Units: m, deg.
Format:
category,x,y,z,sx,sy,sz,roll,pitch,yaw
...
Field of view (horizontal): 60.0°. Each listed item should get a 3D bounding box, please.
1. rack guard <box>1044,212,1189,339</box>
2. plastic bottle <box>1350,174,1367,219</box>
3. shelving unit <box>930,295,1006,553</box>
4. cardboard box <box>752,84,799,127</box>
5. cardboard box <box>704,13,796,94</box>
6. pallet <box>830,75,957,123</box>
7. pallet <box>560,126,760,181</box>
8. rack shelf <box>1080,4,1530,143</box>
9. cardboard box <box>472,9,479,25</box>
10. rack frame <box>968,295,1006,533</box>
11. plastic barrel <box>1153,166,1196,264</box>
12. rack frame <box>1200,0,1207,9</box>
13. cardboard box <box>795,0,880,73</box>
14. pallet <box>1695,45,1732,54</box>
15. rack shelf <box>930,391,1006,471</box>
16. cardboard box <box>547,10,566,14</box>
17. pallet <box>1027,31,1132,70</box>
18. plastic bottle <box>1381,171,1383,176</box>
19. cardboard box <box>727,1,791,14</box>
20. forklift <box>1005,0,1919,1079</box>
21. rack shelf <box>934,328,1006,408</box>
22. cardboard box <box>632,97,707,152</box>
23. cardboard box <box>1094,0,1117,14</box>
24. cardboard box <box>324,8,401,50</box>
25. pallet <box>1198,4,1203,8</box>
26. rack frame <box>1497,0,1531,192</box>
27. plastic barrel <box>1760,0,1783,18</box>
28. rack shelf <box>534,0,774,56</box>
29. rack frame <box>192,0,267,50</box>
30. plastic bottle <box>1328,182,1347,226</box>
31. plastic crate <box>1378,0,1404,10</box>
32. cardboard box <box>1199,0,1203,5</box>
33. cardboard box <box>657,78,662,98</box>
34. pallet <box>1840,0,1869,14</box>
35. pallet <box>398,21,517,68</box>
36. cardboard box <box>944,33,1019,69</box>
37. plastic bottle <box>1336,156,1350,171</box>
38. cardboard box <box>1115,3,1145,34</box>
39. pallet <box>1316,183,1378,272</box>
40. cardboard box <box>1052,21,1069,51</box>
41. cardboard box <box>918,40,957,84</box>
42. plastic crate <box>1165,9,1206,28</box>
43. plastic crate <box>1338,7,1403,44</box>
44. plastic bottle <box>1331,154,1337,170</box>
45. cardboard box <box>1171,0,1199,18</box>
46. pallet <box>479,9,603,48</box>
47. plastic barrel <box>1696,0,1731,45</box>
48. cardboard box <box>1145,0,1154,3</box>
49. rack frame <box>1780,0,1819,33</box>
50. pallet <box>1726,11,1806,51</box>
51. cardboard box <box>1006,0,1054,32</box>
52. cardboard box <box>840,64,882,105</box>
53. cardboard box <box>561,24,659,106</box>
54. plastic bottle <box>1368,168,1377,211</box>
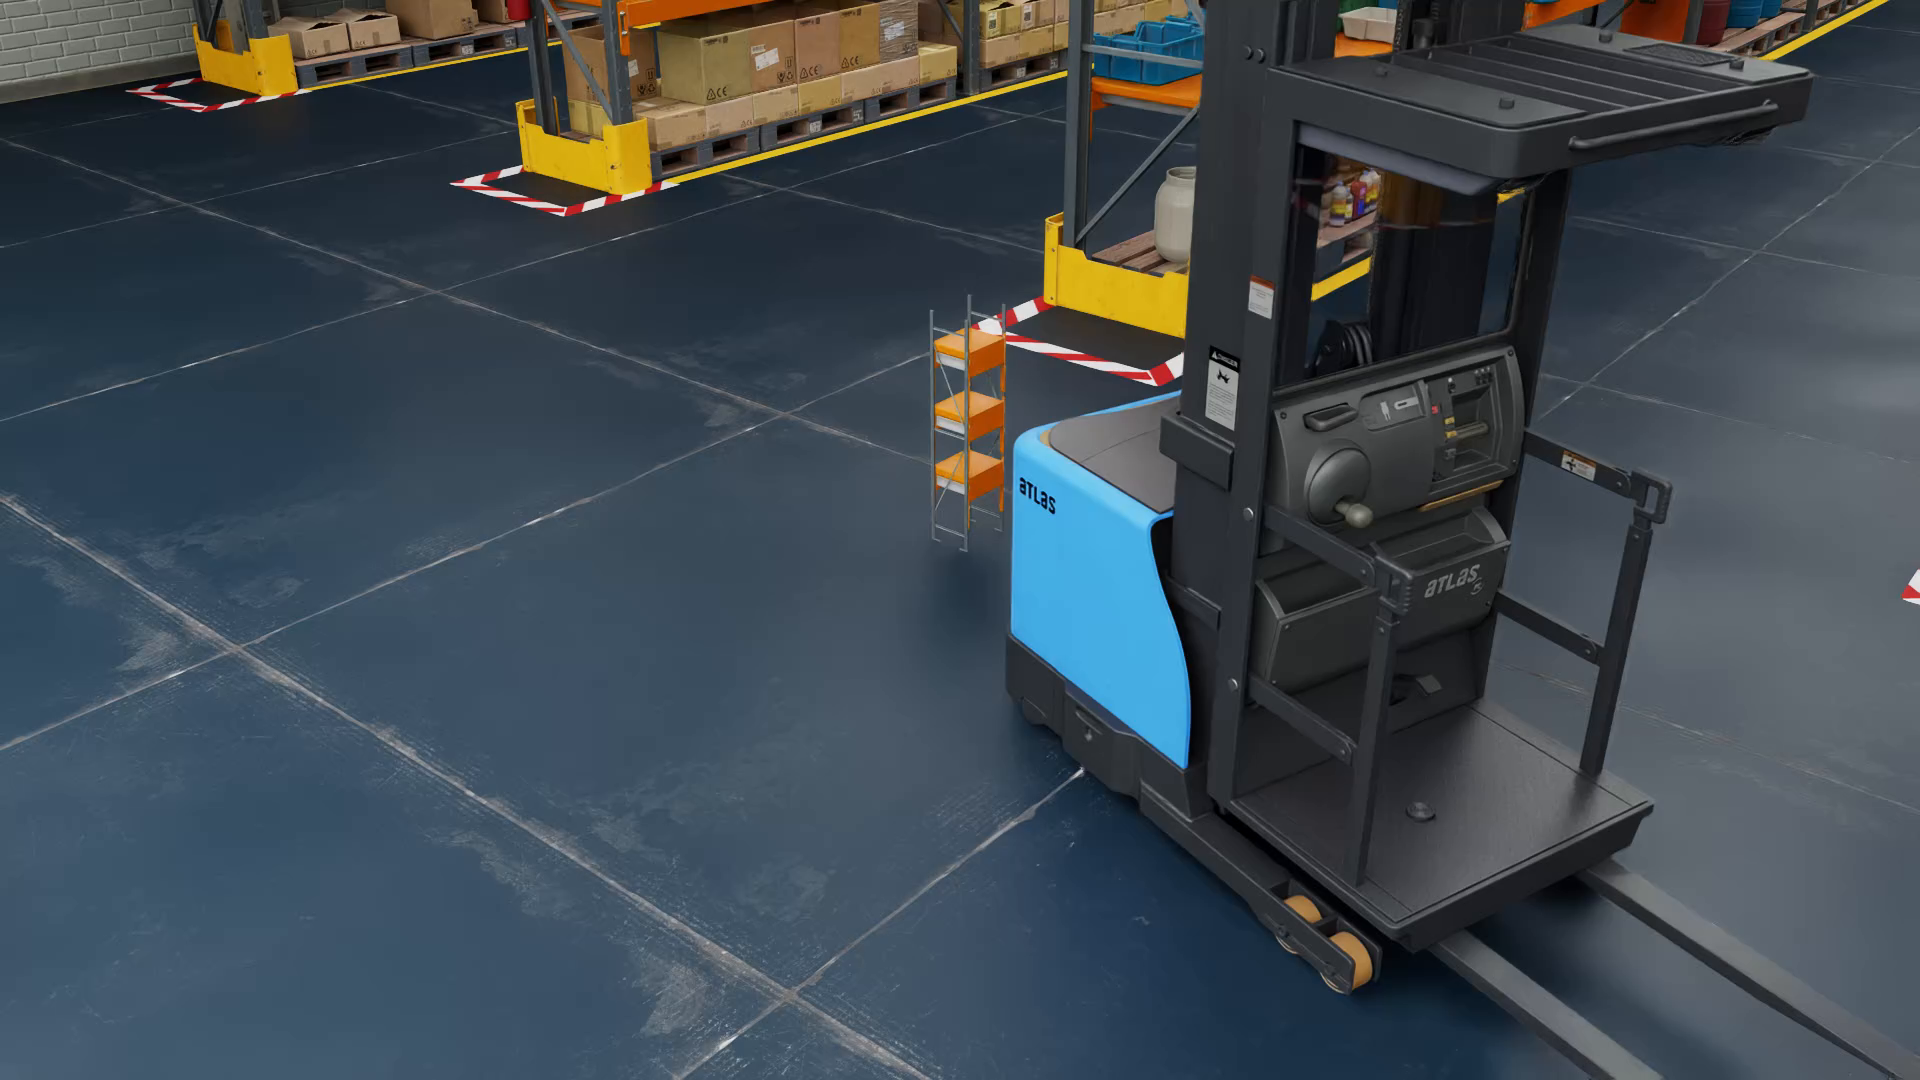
category,x,y,z,sx,sy,sz,roll,pitch,yaw
rack guard,1.038,-1.552,9.706,1.175,0.500,0.348,21,34,34
plastic bottle,2.577,-2.237,10.787,0.061,0.283,0.133,21,34,35
shelving unit,0.034,-0.485,7.045,0.215,1.050,0.252,21,34,34
cardboard box,-1.648,-3.516,13.318,0.500,0.250,0.500,21,34,34
cardboard box,-1.657,-3.853,13.152,0.500,0.500,0.500,21,34,34
pallet,-0.788,-3.981,14.715,1.003,0.211,1.213,21,34,34
pallet,-2.340,-3.115,13.042,1.003,0.211,1.213,21,34,34
rack shelf,2.298,-3.011,10.589,1.077,0.370,4.000,21,34,34
cardboard box,-5.107,-5.303,16.860,0.380,0.149,0.250,18,32,30
rack frame,0.112,-0.529,7.129,0.200,1.050,0.008,21,34,34
plastic barrel,1.385,-1.959,10.022,0.421,0.512,0.421,0,27,0
rack frame,2.294,-6.907,17.337,1.000,3.000,0.127,21,34,34
cardboard box,-1.018,-4.207,13.836,0.500,0.500,0.500,21,34,34
pallet,6.583,-4.511,15.740,1.003,0.211,1.213,21,34,34
rack shelf,0.034,-0.476,7.050,0.215,0.259,0.240,21,34,34
cardboard box,-4.392,-5.674,17.558,0.380,0.166,0.250,16,31,28
pallet,0.964,-4.957,16.603,1.003,0.211,1.213,21,34,34
plastic bottle,2.830,-2.386,11.088,0.097,0.271,0.097,0,27,0
cardboard box,-1.739,-4.182,13.788,0.500,0.500,0.500,21,34,34
forklift,1.371,-0.257,4.557,1.130,2.935,3.031,-16,31,-28
rack shelf,0.034,-0.728,6.920,0.215,0.259,0.240,21,34,34
cardboard box,-2.281,-3.161,12.631,0.500,0.250,0.500,21,34,34
cardboard box,1.182,-5.322,16.199,0.500,0.311,0.500,22,34,36
cardboard box,-5.747,-4.939,15.981,0.500,0.311,0.500,24,36,38
pallet,2.798,-5.922,18.468,1.003,0.211,1.213,21,34,34
rack frame,3.570,-4.040,11.794,1.000,3.000,0.127,21,34,34
plastic barrel,8.299,-5.943,17.300,0.600,0.901,0.708,21,34,34
rack shelf,-1.522,-4.460,13.390,1.077,0.370,4.000,21,34,34
rack frame,-6.619,-5.517,14.650,1.000,3.000,0.127,21,34,34
plastic bottle,2.419,-2.157,10.645,0.097,0.271,0.097,0,27,0
plastic crate,3.075,-3.502,10.917,0.499,0.251,0.616,21,34,34
cardboard box,2.804,-6.070,17.961,0.500,0.500,0.500,22,35,36
cardboard box,-2.372,-3.493,13.273,0.500,0.250,0.500,21,34,34
pallet,9.872,-6.344,19.284,1.003,0.211,1.213,21,34,34
pallet,-5.250,-5.014,16.712,1.003,0.211,1.213,21,34,34
cardboard box,0.198,-4.525,15.267,0.500,0.250,0.500,20,33,33
plastic bottle,2.737,-2.772,11.834,0.097,0.271,0.097,0,27,0
cardboard box,1.501,-5.253,16.675,0.500,0.250,0.500,22,34,36
pallet,2.335,-2.141,11.159,1.003,0.211,1.213,21,34,34
cardboard box,0.851,-4.890,15.973,0.500,0.250,0.500,20,33,33
cardboard box,-0.376,-4.226,14.689,0.500,0.250,0.500,21,34,34
plastic crate,1.531,-3.049,10.041,0.499,0.251,0.408,21,34,34
plastic crate,2.732,-3.273,10.599,0.530,0.136,0.437,21,34,34
plastic bottle,2.616,-2.827,11.854,0.144,0.351,0.185,19,33,32
cardboard box,2.148,-5.614,17.374,0.500,0.250,0.500,22,34,36
pallet,-4.475,-5.448,17.552,1.003,0.211,1.213,21,34,34
plastic barrel,7.131,-5.152,16.112,0.600,0.588,0.708,21,34,34
cardboard box,1.826,-5.677,16.885,0.500,0.311,0.500,20,34,34
rack frame,8.658,-6.876,17.277,1.000,3.000,0.127,21,34,34
pallet,8.135,-5.376,17.413,1.003,0.211,1.213,21,34,34
cardboard box,0.528,-4.953,15.484,0.500,0.311,0.500,20,34,34
cardboard box,-1.009,-3.870,14.001,0.500,0.250,0.500,21,34,34
cardboard box,-2.683,-3.646,12.753,0.500,0.500,0.500,21,34,34
plastic bottle,2.701,-2.314,10.949,0.097,0.271,0.097,0,27,0
